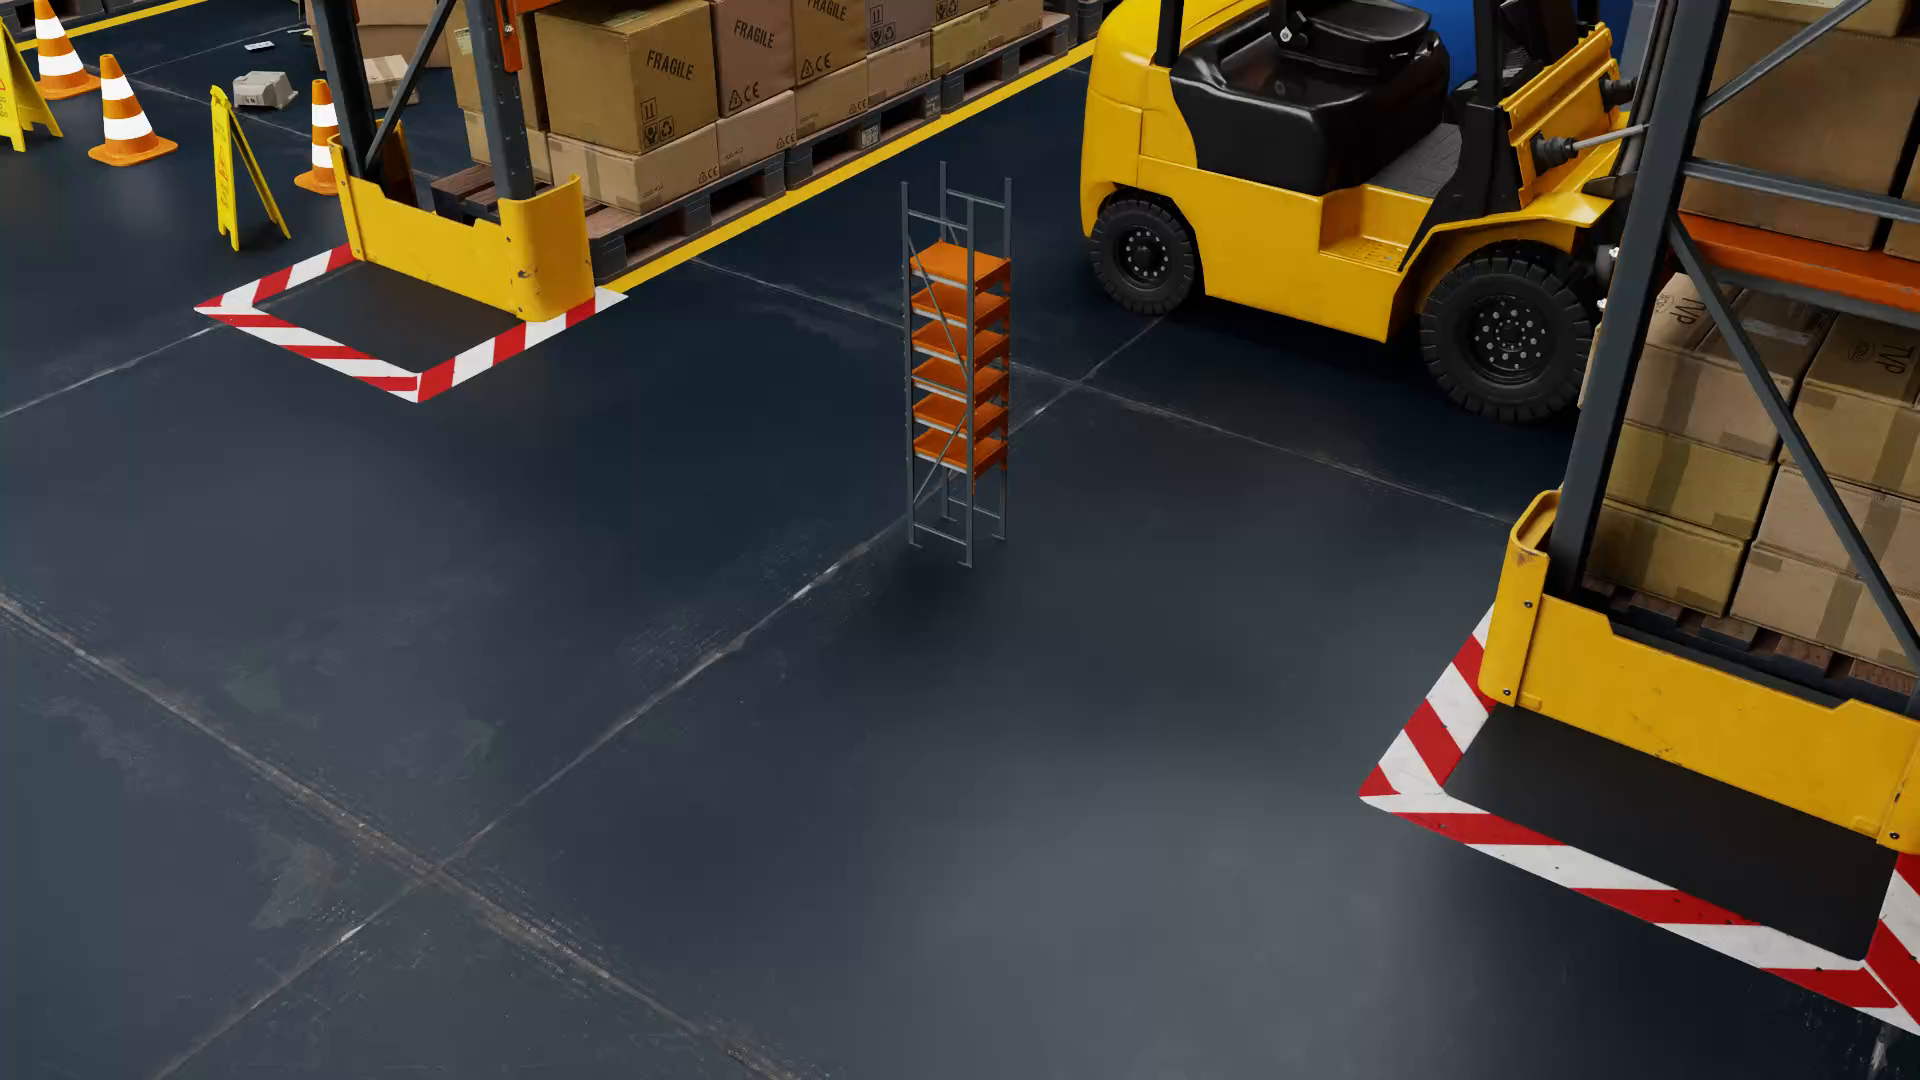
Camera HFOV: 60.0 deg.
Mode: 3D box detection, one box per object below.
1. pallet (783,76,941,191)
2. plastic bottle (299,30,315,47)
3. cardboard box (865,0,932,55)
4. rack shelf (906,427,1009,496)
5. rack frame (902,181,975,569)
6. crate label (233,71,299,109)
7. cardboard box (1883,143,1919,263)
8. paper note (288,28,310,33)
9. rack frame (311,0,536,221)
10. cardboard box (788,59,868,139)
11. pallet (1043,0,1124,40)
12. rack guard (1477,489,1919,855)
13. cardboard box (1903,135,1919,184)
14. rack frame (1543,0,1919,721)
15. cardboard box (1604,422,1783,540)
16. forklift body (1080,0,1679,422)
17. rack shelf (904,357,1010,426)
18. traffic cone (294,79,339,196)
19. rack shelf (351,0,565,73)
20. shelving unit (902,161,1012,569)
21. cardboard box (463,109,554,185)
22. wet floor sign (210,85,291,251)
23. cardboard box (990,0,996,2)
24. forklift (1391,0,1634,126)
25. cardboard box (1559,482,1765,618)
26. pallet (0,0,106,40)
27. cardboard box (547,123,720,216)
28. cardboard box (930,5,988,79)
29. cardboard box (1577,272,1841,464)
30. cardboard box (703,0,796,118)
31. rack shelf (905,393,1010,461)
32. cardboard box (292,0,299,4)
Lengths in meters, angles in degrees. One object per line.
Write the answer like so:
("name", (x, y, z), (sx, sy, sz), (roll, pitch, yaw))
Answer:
("pallet", (-0.835, -2.112, 8.185), (1.003, 0.211, 1.213), (21, 39, 28))
("plastic bottle", (-3.616, -2.878, 9.451), (0.133, 0.061, 0.283), (8, 35, 12))
("cardboard box", (-0.481, -2.669, 7.930), (0.500, 0.500, 0.500), (24, 41, 31))
("rack shelf", (-0.008, -0.255, 5.063), (0.258, 0.103, 0.180), (21, 39, 28))
("rack frame", (-0.060, -0.448, 4.842), (0.240, 1.200, 0.006), (21, 39, 28))
("crate label", (-3.590, -2.314, 8.550), (0.250, 0.136, 0.298), (3, 34, 4))
("cardboard box", (2.524, -0.908, 3.825), (0.500, 0.500, 0.500), (23, 40, 30))
("paper note", (-3.810, -2.937, 9.584), (0.123, 0.001, 0.032), (-15, 37, -21))
("rack frame", (-2.067, -2.311, 5.989), (1.000, 3.000, 0.127), (21, 39, 28))
("cardboard box", (-0.782, -2.116, 7.781), (0.500, 0.250, 0.500), (24, 41, 31))
("pallet", (0.657, -3.355, 10.023), (1.003, 0.211, 1.213), (21, 39, 28))
("rack guard", (1.999, 0.320, 4.331), (1.175, 0.500, 0.348), (21, 39, 28))
("cardboard box", (2.381, -1.315, 4.427), (0.500, 0.500, 0.500), (23, 40, 30))
("rack frame", (2.013, -0.727, 3.647), (1.000, 3.000, 0.127), (21, 39, 28))
("cardboard box", (2.034, -0.293, 4.639), (0.500, 0.250, 0.500), (21, 39, 28))
("forklift body", (1.596, -1.831, 6.037), (2.313, 2.155, 1.214), (21, 39, 28))
("rack shelf", (-0.008, -0.454, 4.929), (0.258, 0.103, 0.180), (21, 39, 28))
("traffic cone", (-2.881, -1.870, 7.602), (0.336, 0.463, 0.334), (21, 39, 28))
("rack shelf", (-0.926, -2.933, 7.552), (1.077, 0.370, 4.000), (21, 39, 28))
("shelving unit", (-0.008, -0.490, 4.904), (0.258, 1.200, 0.189), (21, 39, 28))
("cardboard box", (-1.813, -1.815, 7.335), (0.500, 0.250, 0.500), (21, 39, 28))
("wet floor sign", (-3.054, -1.590, 7.025), (0.232, 0.644, 0.267), (-22, 40, -29))
("cardboard box", (0.097, -3.139, 8.624), (0.500, 0.500, 0.500), (21, 39, 28))
("forklift", (2.051, -3.826, 8.292), (1.130, 2.935, 3.031), (-18, 38, -24))
("cardboard box", (2.021, -0.079, 4.769), (0.500, 0.250, 0.500), (22, 40, 28))
("pallet", (-5.799, -3.083, 9.621), (1.003, 0.211, 1.213), (21, 39, 28))
("cardboard box", (-1.380, -1.629, 7.060), (0.500, 0.250, 0.500), (21, 39, 28))
("cardboard box", (-0.198, -2.580, 8.468), (0.500, 0.250, 0.500), (20, 39, 27))
("cardboard box", (2.019, -0.488, 4.480), (0.500, 0.250, 0.500), (23, 40, 30))
("cardboard box", (-1.072, -2.192, 7.224), (0.500, 0.500, 0.500), (20, 39, 27))
("rack shelf", (-0.008, -0.354, 4.996), (0.258, 0.103, 0.180), (21, 39, 28))
("cardboard box", (-3.952, -3.609, 10.139), (0.500, 0.500, 0.500), (29, 44, 36))
